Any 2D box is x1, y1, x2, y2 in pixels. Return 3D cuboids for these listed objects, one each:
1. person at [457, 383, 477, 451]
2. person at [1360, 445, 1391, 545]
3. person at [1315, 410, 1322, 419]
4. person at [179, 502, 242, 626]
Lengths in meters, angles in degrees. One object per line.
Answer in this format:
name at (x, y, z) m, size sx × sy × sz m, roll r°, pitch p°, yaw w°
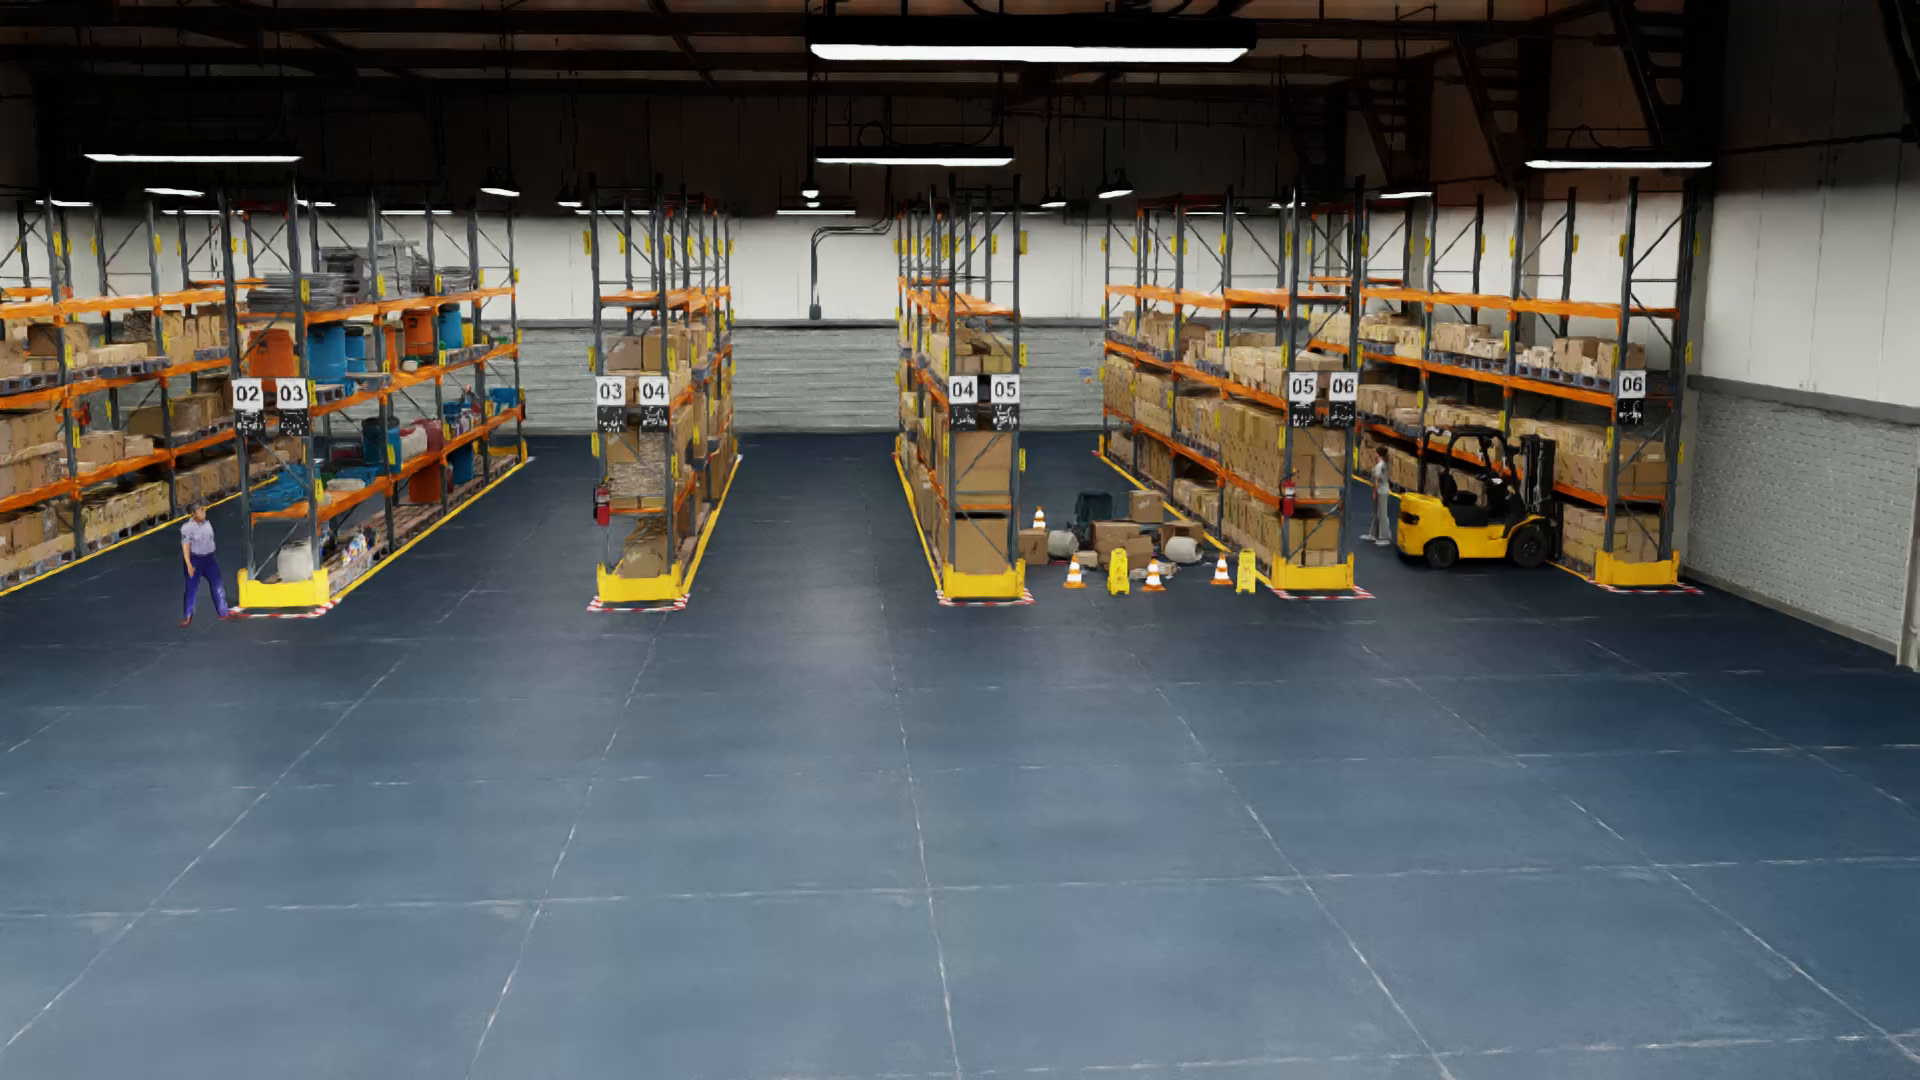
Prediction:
person at (-12.191, -2.995, 41.406) m, size 0.680 × 1.475 × 0.866 m, roll 0°, pitch 10°, yaw 1°
person at (7.097, -0.778, 28.261) m, size 0.565 × 1.650 × 0.562 m, roll 5°, pitch 11°, yaw 26°
person at (8.950, -3.226, 42.108) m, size 0.368 × 1.667 × 0.564 m, roll -7°, pitch 12°, yaw -36°
person at (-10.127, 0.295, 22.259) m, size 0.527 × 1.644 × 0.713 m, roll 5°, pitch 11°, yaw 26°
